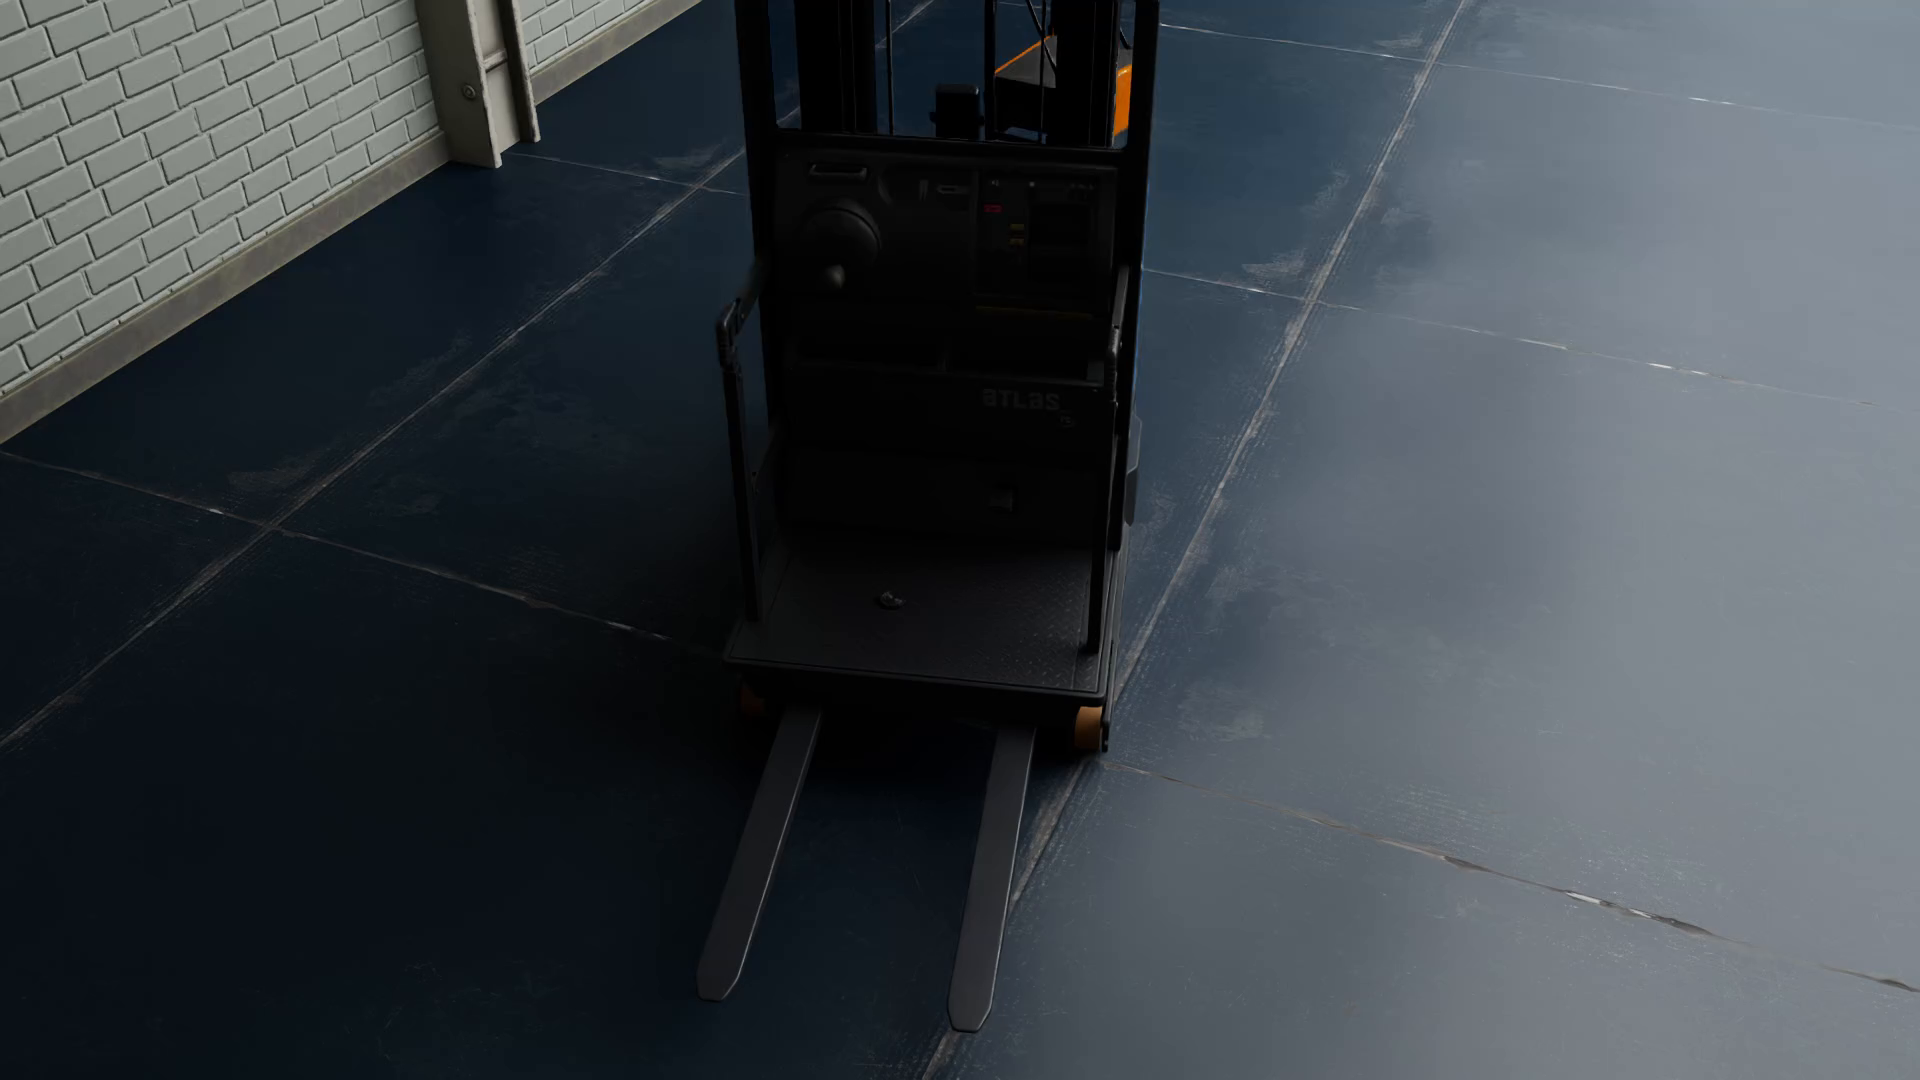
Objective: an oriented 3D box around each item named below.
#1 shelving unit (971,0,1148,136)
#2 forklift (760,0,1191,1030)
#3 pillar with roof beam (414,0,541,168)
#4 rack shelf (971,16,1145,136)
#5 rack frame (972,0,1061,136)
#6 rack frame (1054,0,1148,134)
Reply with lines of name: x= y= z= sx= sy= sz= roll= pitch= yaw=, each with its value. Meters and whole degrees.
shelving unit: x=0.356 y=-1.572 z=6.099 sx=0.431 sy=2.100 sz=0.503 roll=26 pitch=44 yaw=30
forklift: x=0.054 y=-0.777 z=4.341 sx=1.130 sy=2.935 sz=3.031 roll=-2 pitch=37 yaw=-3
pillar with roof beam: x=1.626 y=-4.600 z=4.388 sx=9.100 sy=9.000 sz=0.400 roll=14 pitch=39 yaw=18
rack shelf: x=0.356 y=-1.561 z=6.107 sx=0.431 sy=0.518 sz=0.480 roll=26 pitch=44 yaw=30
rack frame: x=0.203 y=-1.458 z=5.947 sx=0.400 sy=2.100 sz=0.015 roll=26 pitch=44 yaw=30
rack frame: x=0.509 y=-1.685 z=6.251 sx=0.400 sy=2.100 sz=0.015 roll=26 pitch=44 yaw=30
